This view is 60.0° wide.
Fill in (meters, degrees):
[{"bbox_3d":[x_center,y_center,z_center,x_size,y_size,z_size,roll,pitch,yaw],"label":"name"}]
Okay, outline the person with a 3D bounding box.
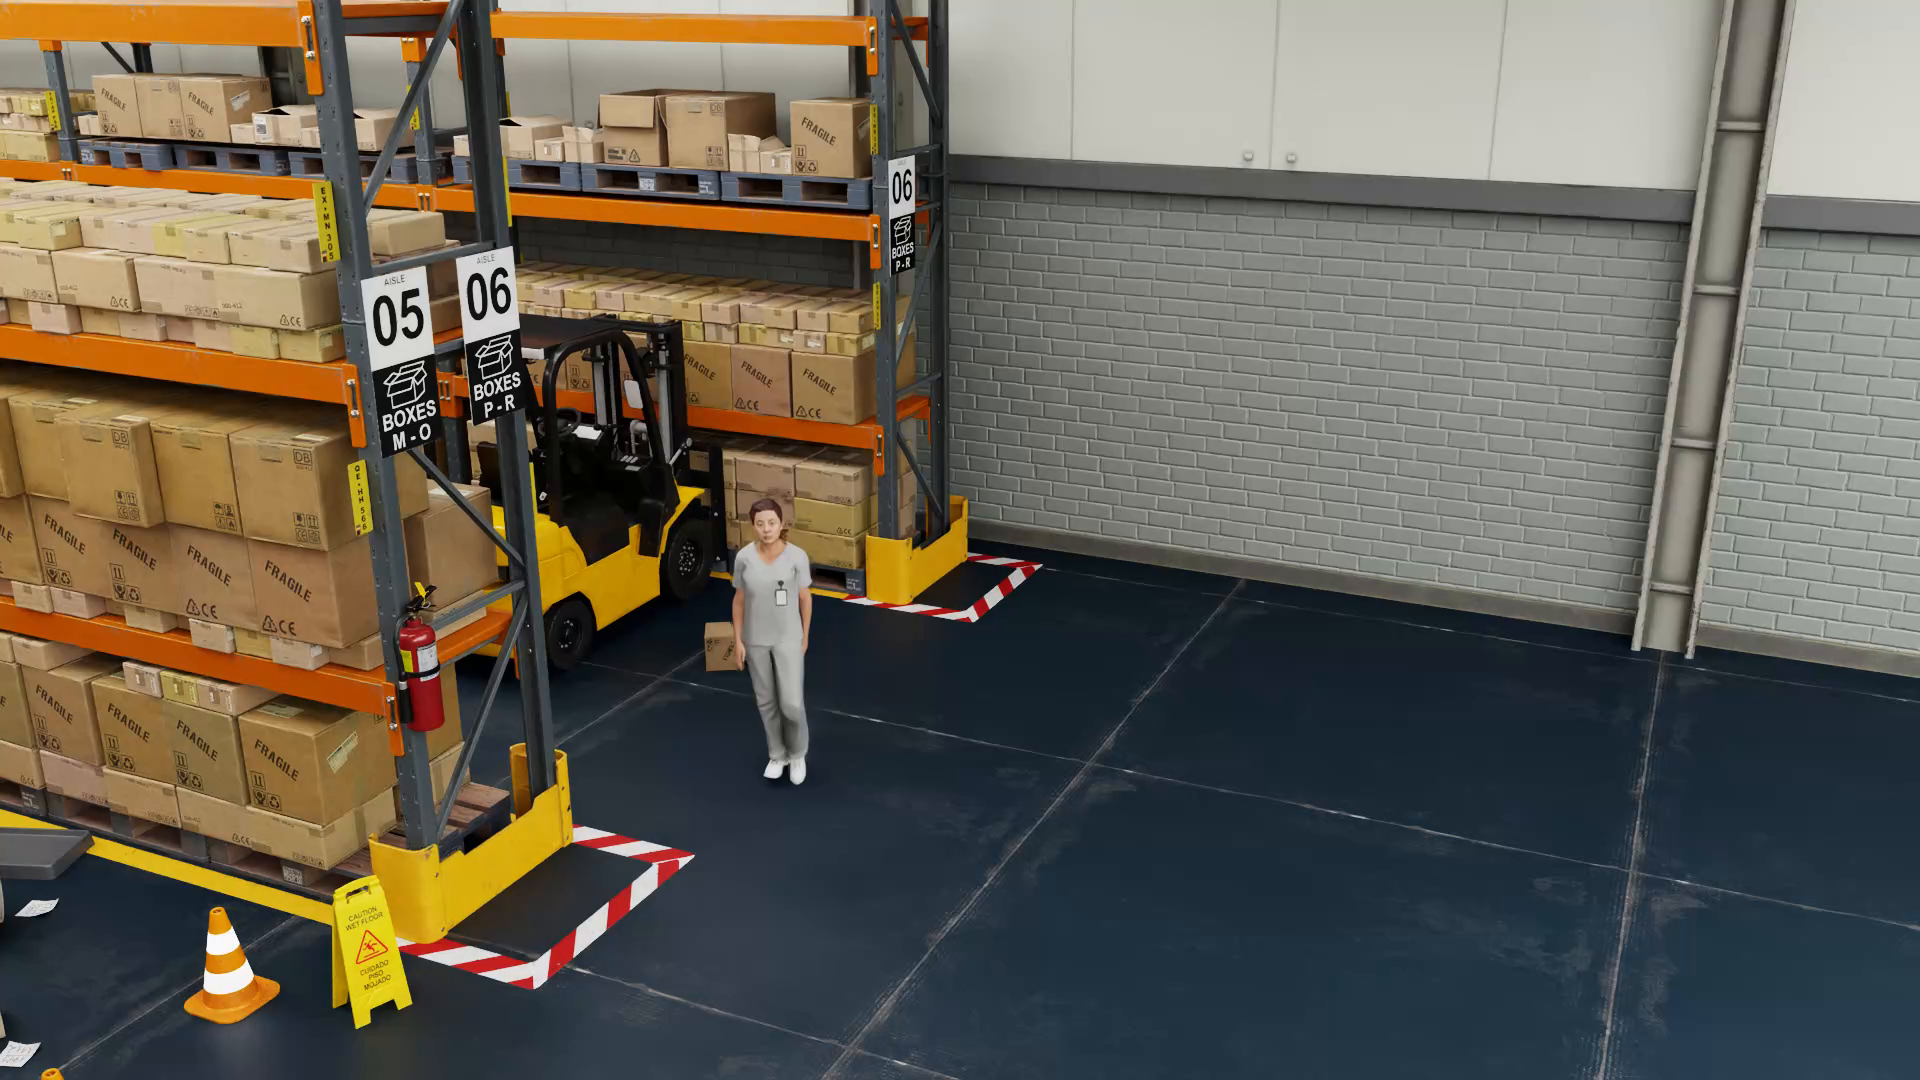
[{"bbox_3d":[-1.056,0.593,9.327,0.439,1.685,0.454,2,19,6],"label":"person"}]
